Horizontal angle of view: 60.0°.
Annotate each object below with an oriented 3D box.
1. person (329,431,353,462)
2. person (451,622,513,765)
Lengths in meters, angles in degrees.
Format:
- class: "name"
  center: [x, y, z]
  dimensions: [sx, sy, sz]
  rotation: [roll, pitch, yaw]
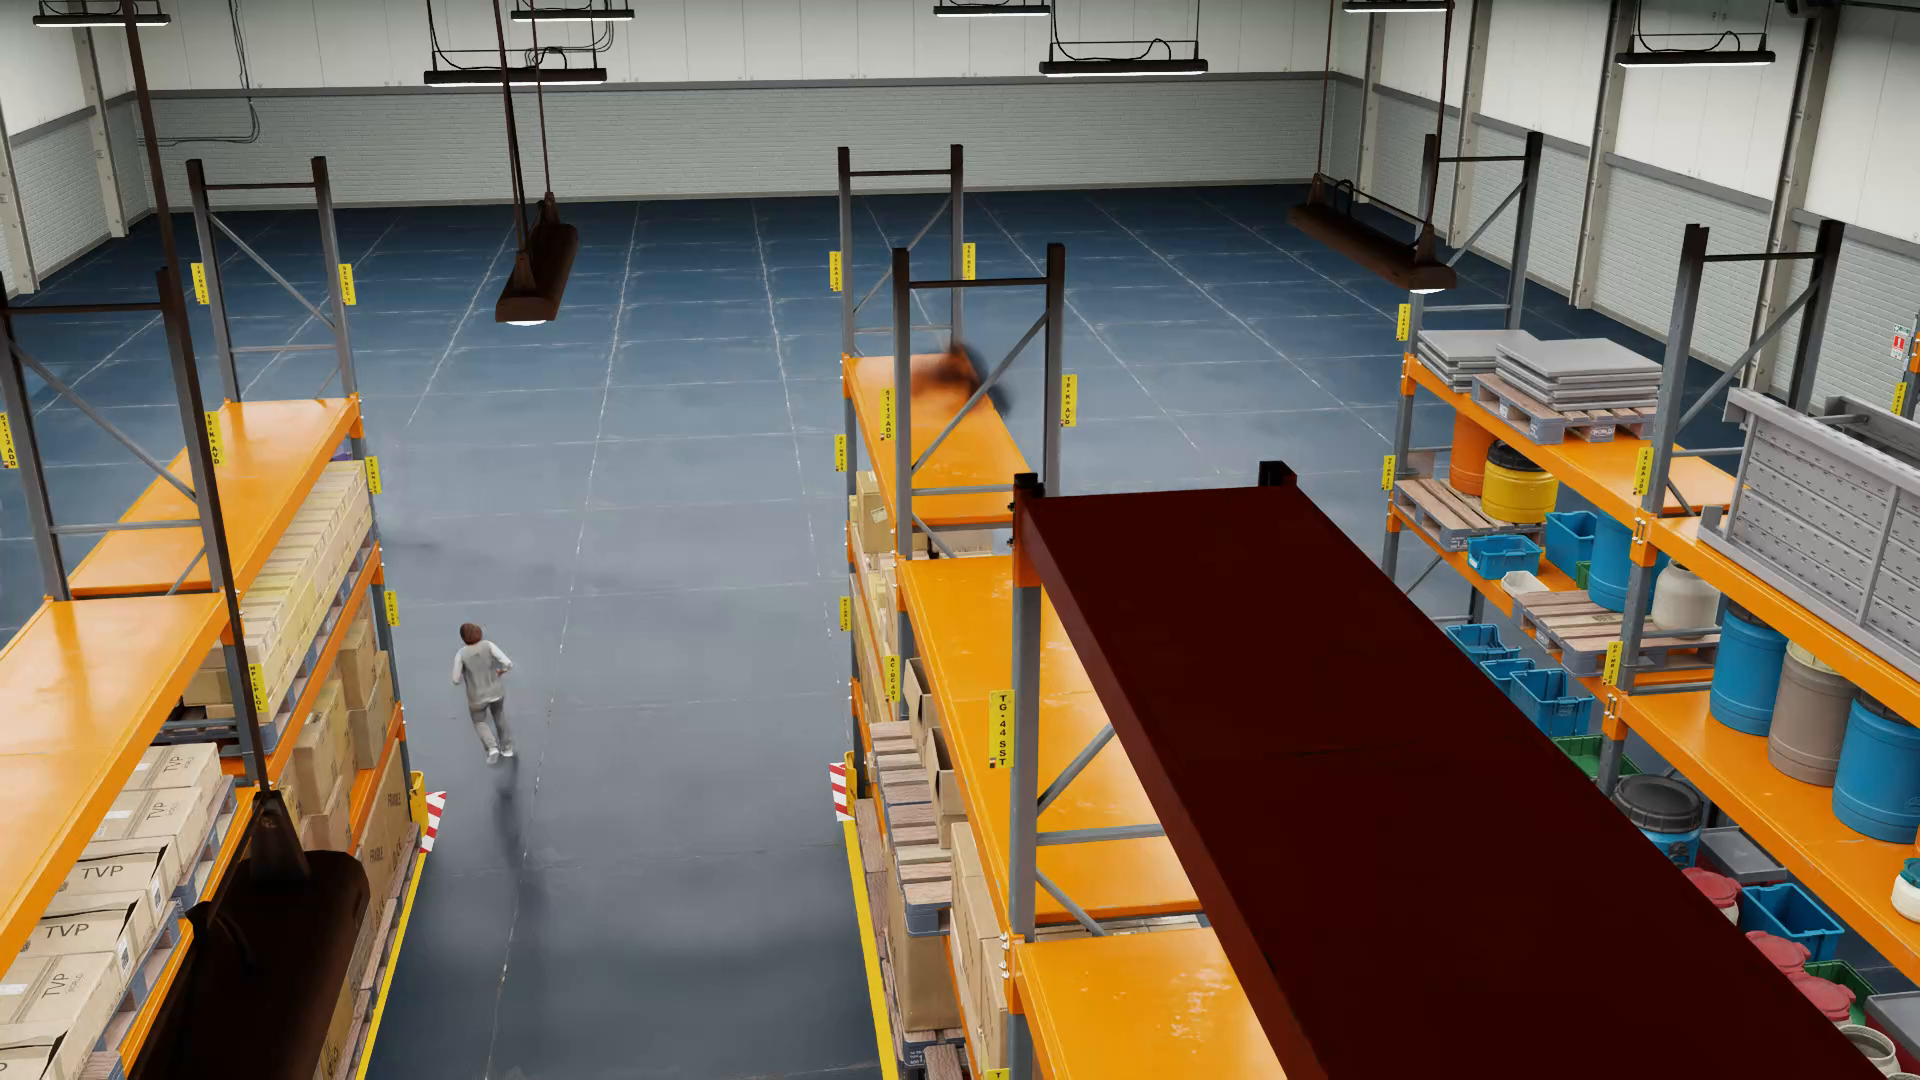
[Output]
- class: "person"
  center: [-8.119, -0.907, 21.665]
  dimensions: [0.877, 1.671, 0.594]
  rotation: [8, 23, 19]
- class: "person"
  center: [-4.544, 1.490, 15.856]
  dimensions: [0.565, 1.546, 0.637]
  rotation: [-12, 25, -28]
